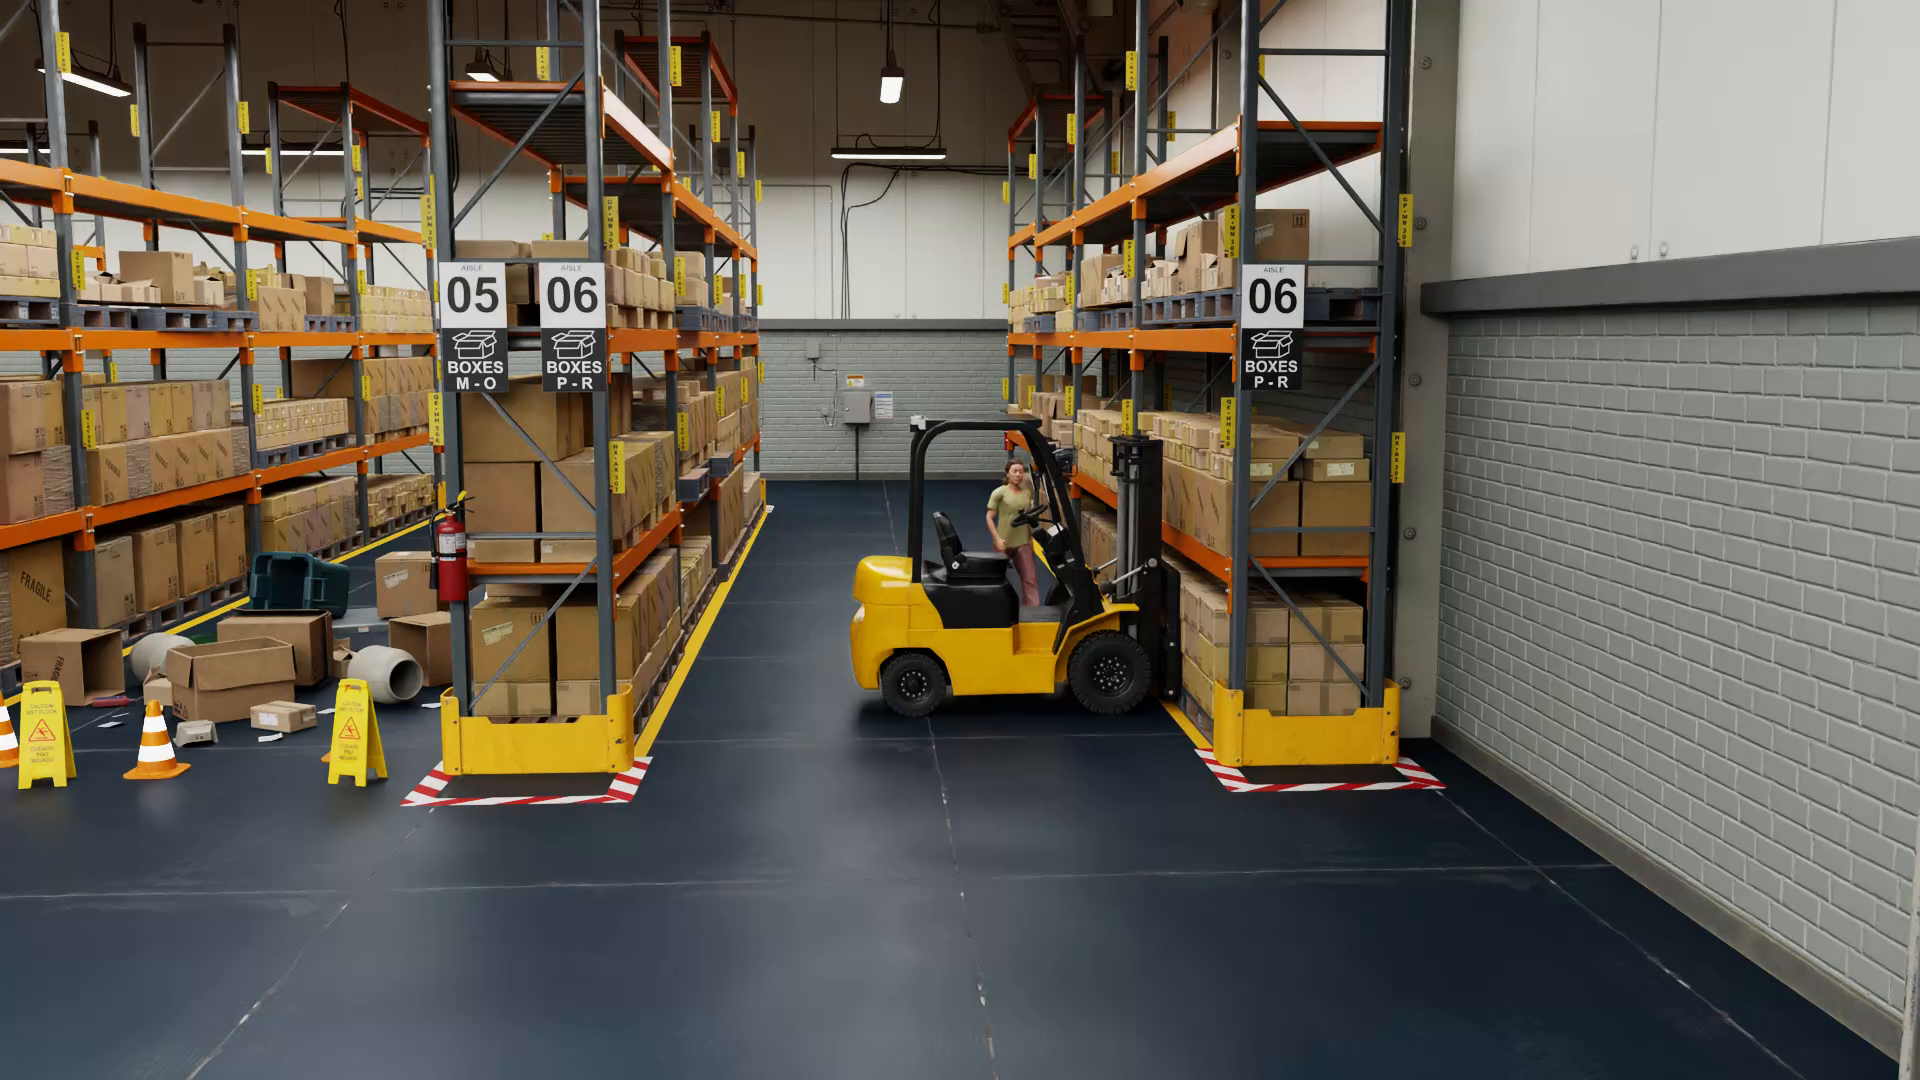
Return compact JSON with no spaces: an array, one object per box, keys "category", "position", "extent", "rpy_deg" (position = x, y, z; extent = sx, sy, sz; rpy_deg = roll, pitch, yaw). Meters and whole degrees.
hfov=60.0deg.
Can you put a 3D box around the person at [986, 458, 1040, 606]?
[{"category":"person","position":[0.527,0.178,15.465],"extent":[0.527,1.360,1.028],"rpy_deg":[-2,7,-20]}]
